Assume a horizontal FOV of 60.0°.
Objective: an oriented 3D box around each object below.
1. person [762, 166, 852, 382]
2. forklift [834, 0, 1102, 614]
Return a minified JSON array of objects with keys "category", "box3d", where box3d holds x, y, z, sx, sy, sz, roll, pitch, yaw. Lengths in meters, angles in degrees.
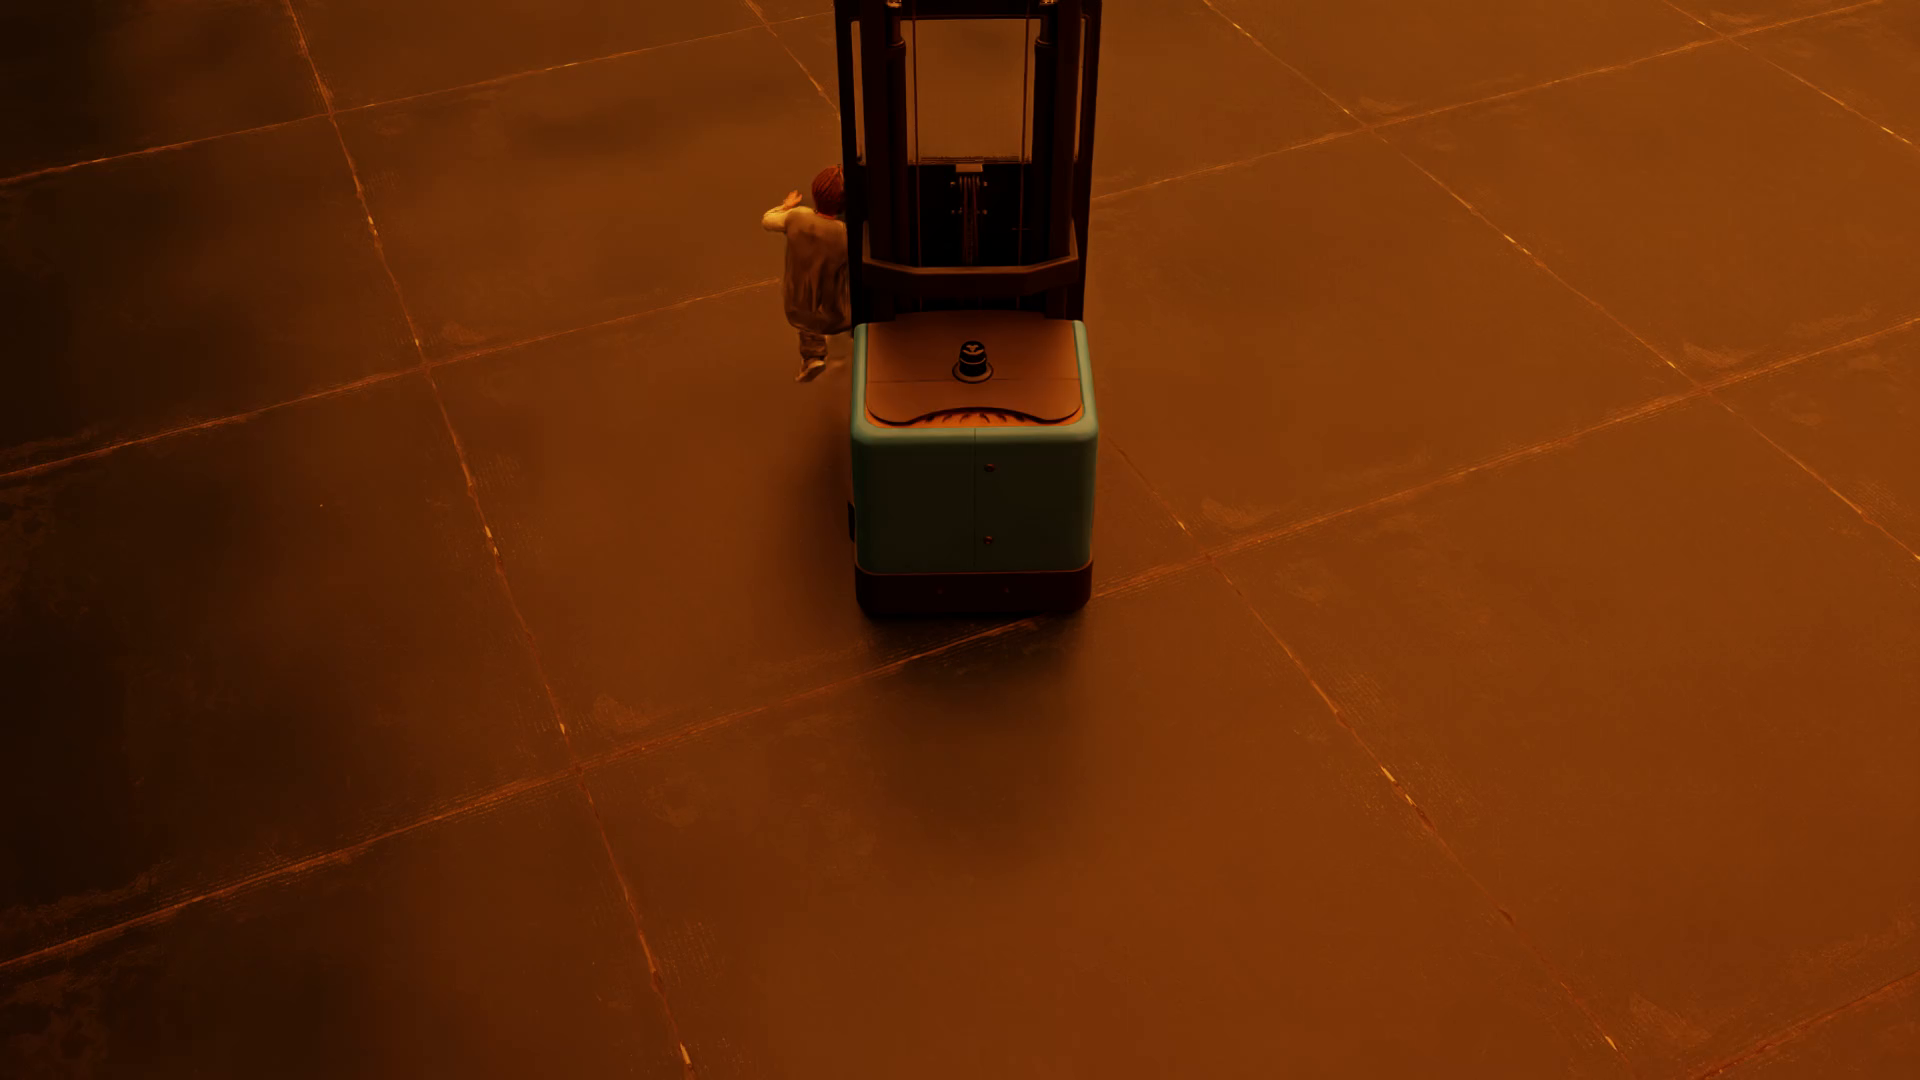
[{"category":"person","box3d":[-0.559,-1.273,8.164,0.847,1.349,0.685,19,46,19]},{"category":"forklift","box3d":[0.026,-1.732,7.536,1.130,2.935,3.031,-1,43,-1]}]
